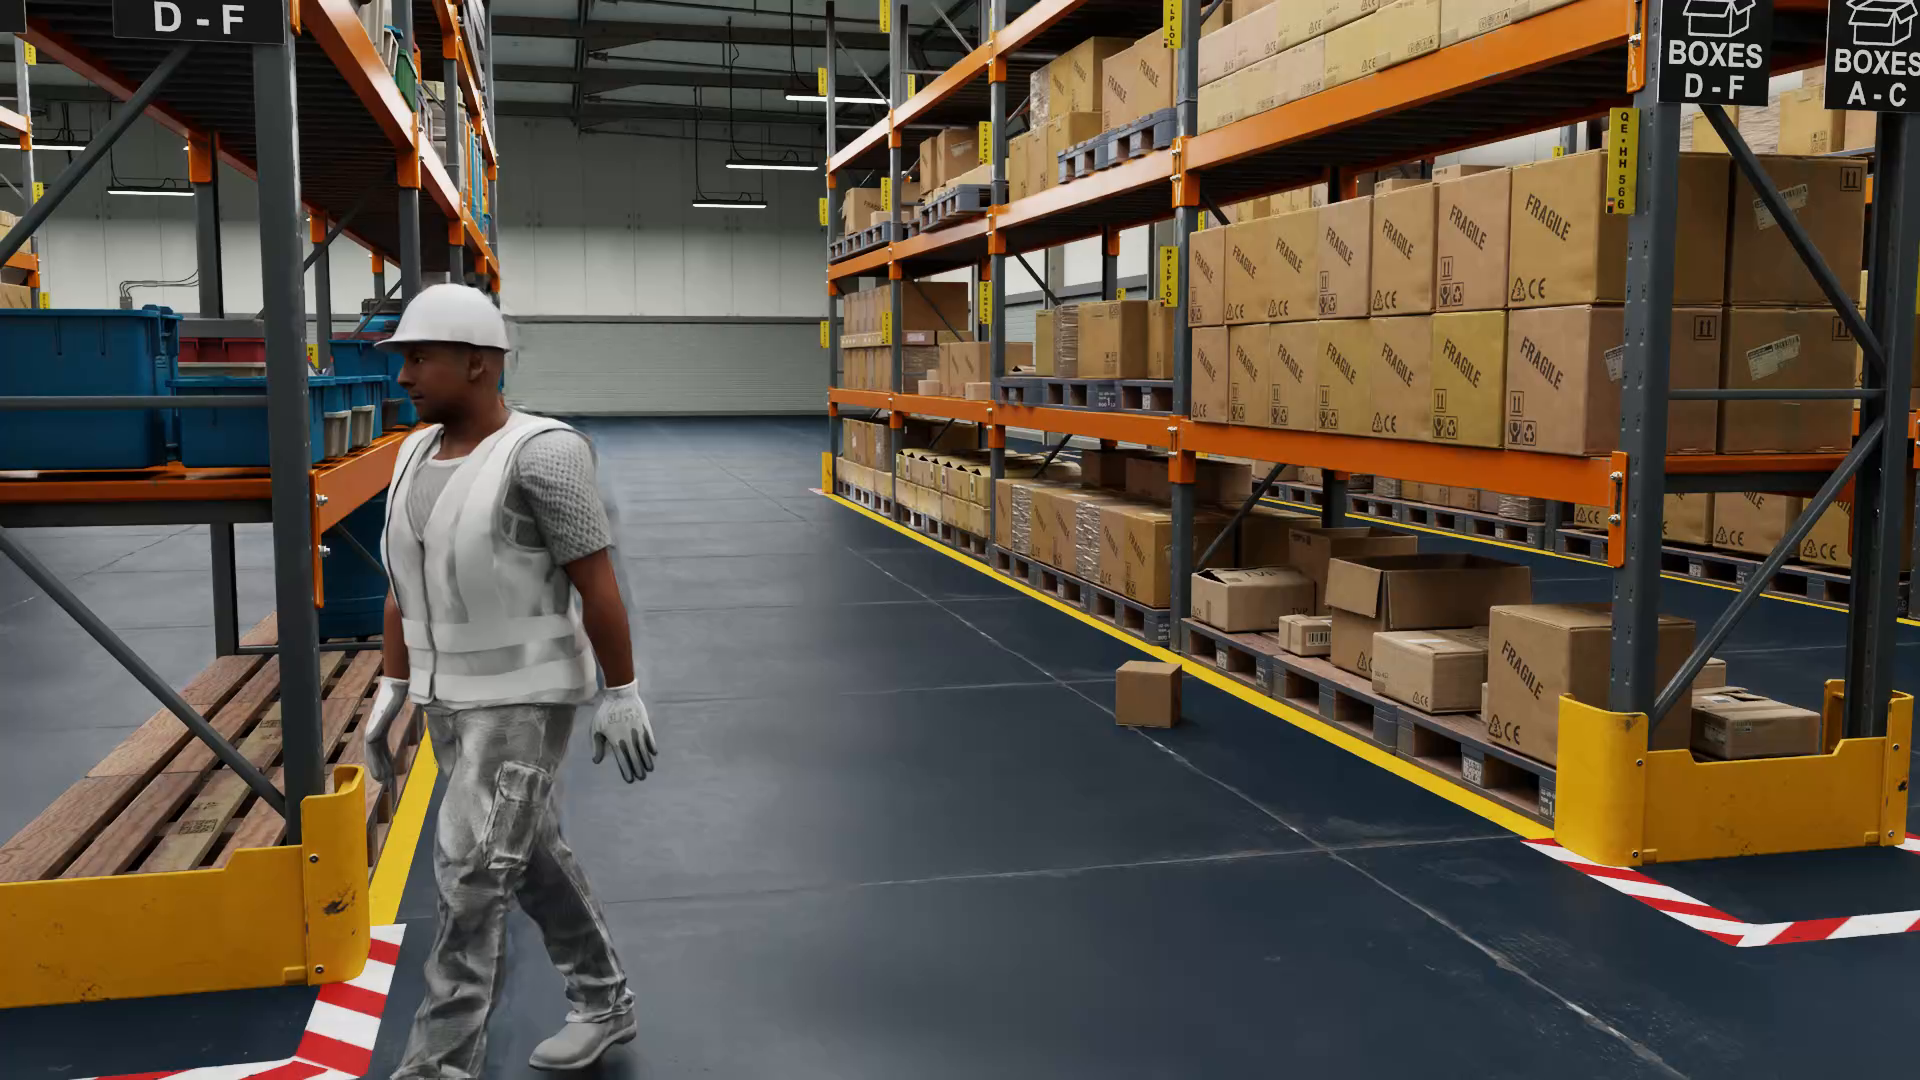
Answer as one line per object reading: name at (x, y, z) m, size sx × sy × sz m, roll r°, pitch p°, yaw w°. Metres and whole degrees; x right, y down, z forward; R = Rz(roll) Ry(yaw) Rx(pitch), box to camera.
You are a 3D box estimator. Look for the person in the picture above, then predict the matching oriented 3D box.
person at (-1.044, 0.344, 3.465) m, size 0.608 × 1.746 × 0.923 m, roll 5°, pitch 8°, yaw 40°
